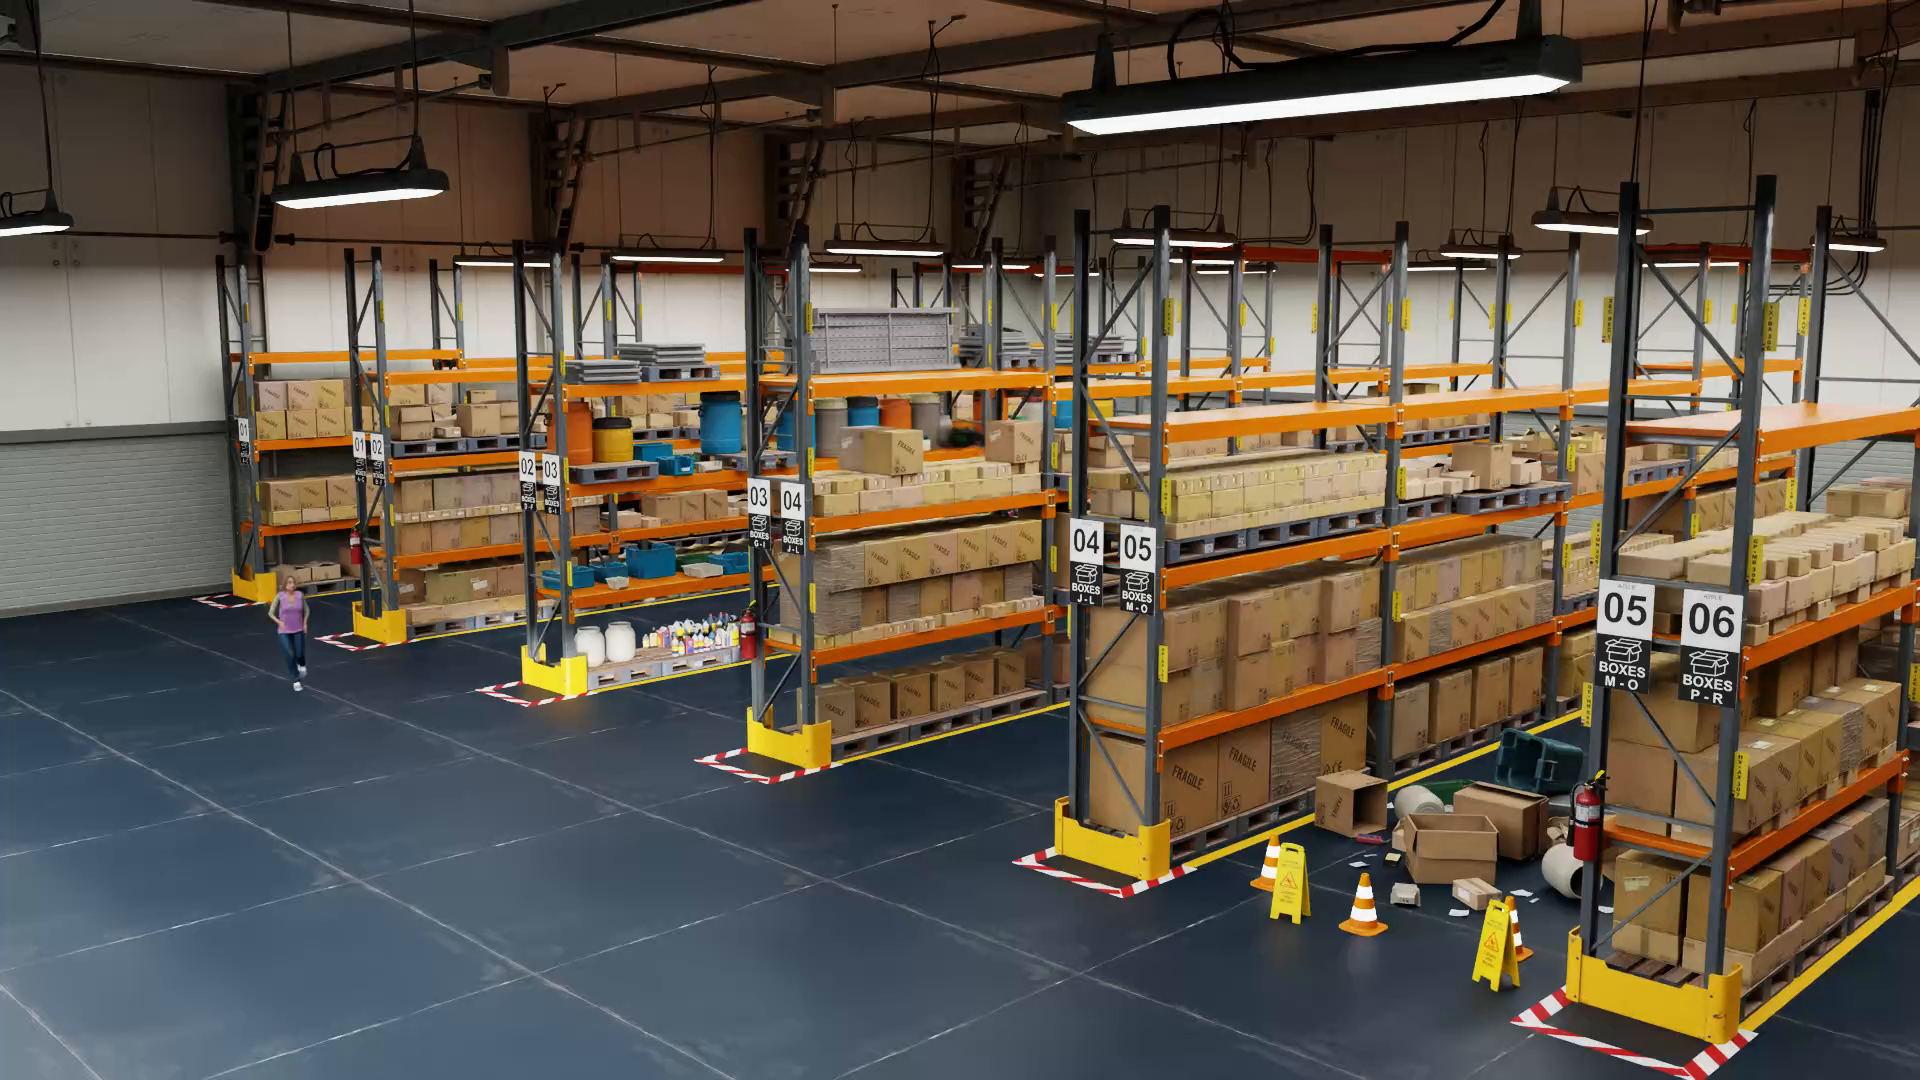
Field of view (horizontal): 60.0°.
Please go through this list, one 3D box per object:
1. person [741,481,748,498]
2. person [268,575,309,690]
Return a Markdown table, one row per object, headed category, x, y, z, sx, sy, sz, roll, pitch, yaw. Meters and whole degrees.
| category | x | y | z | sx | sy | sz | roll | pitch | yaw |
| --- | --- | --- | --- | --- | --- | --- | --- | --- | --- |
| person | -4.222 | -0.450 | 34.254 | 0.615 | 1.527 | 0.870 | 4 | 9 | 28 |
| person | -9.015 | 1.242 | 22.382 | 0.525 | 1.570 | 0.583 | -4 | 9 | -28 |
